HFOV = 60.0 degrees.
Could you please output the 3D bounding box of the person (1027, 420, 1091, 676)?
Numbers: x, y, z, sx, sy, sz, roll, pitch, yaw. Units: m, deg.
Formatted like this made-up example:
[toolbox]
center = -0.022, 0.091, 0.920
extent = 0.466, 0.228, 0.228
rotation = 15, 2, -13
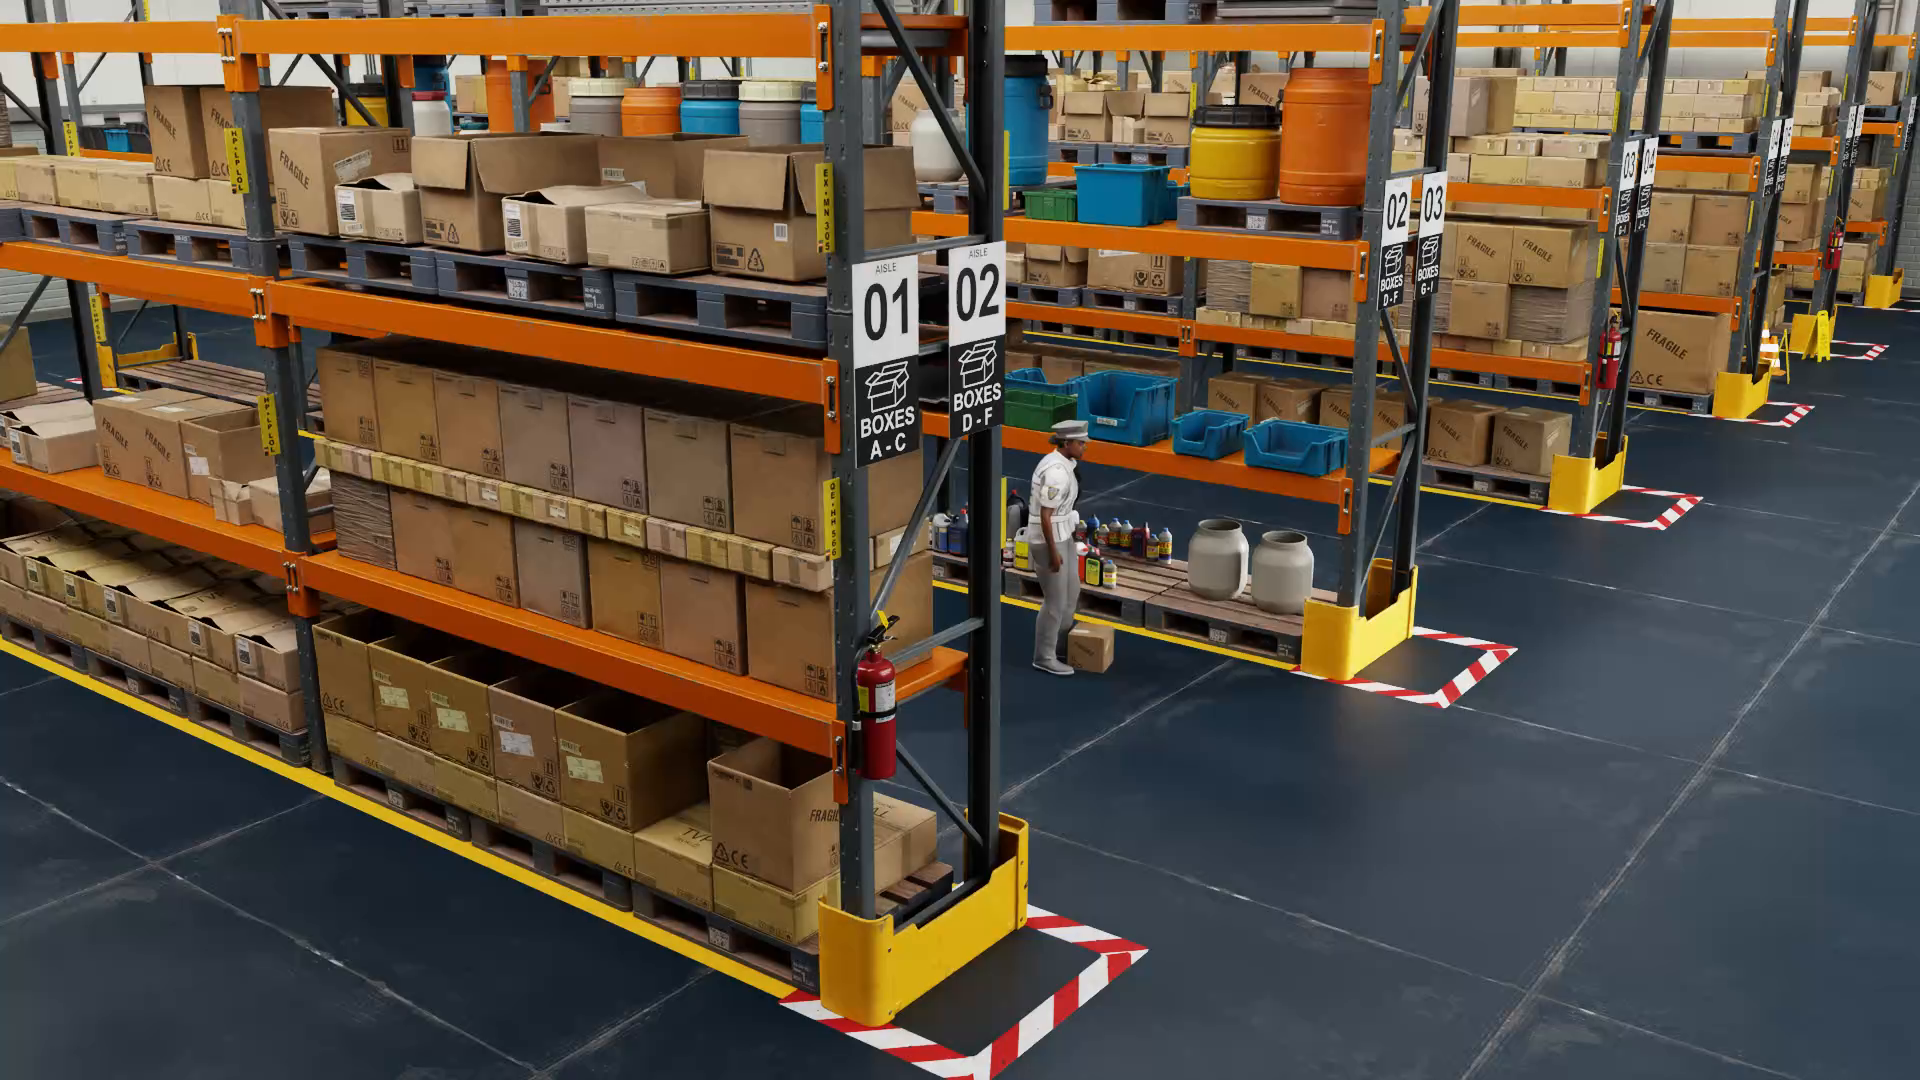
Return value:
[person]
center = 0.660, 0.027, 10.952
extent = 0.427, 1.658, 0.522
rotation = 4, 17, 14
